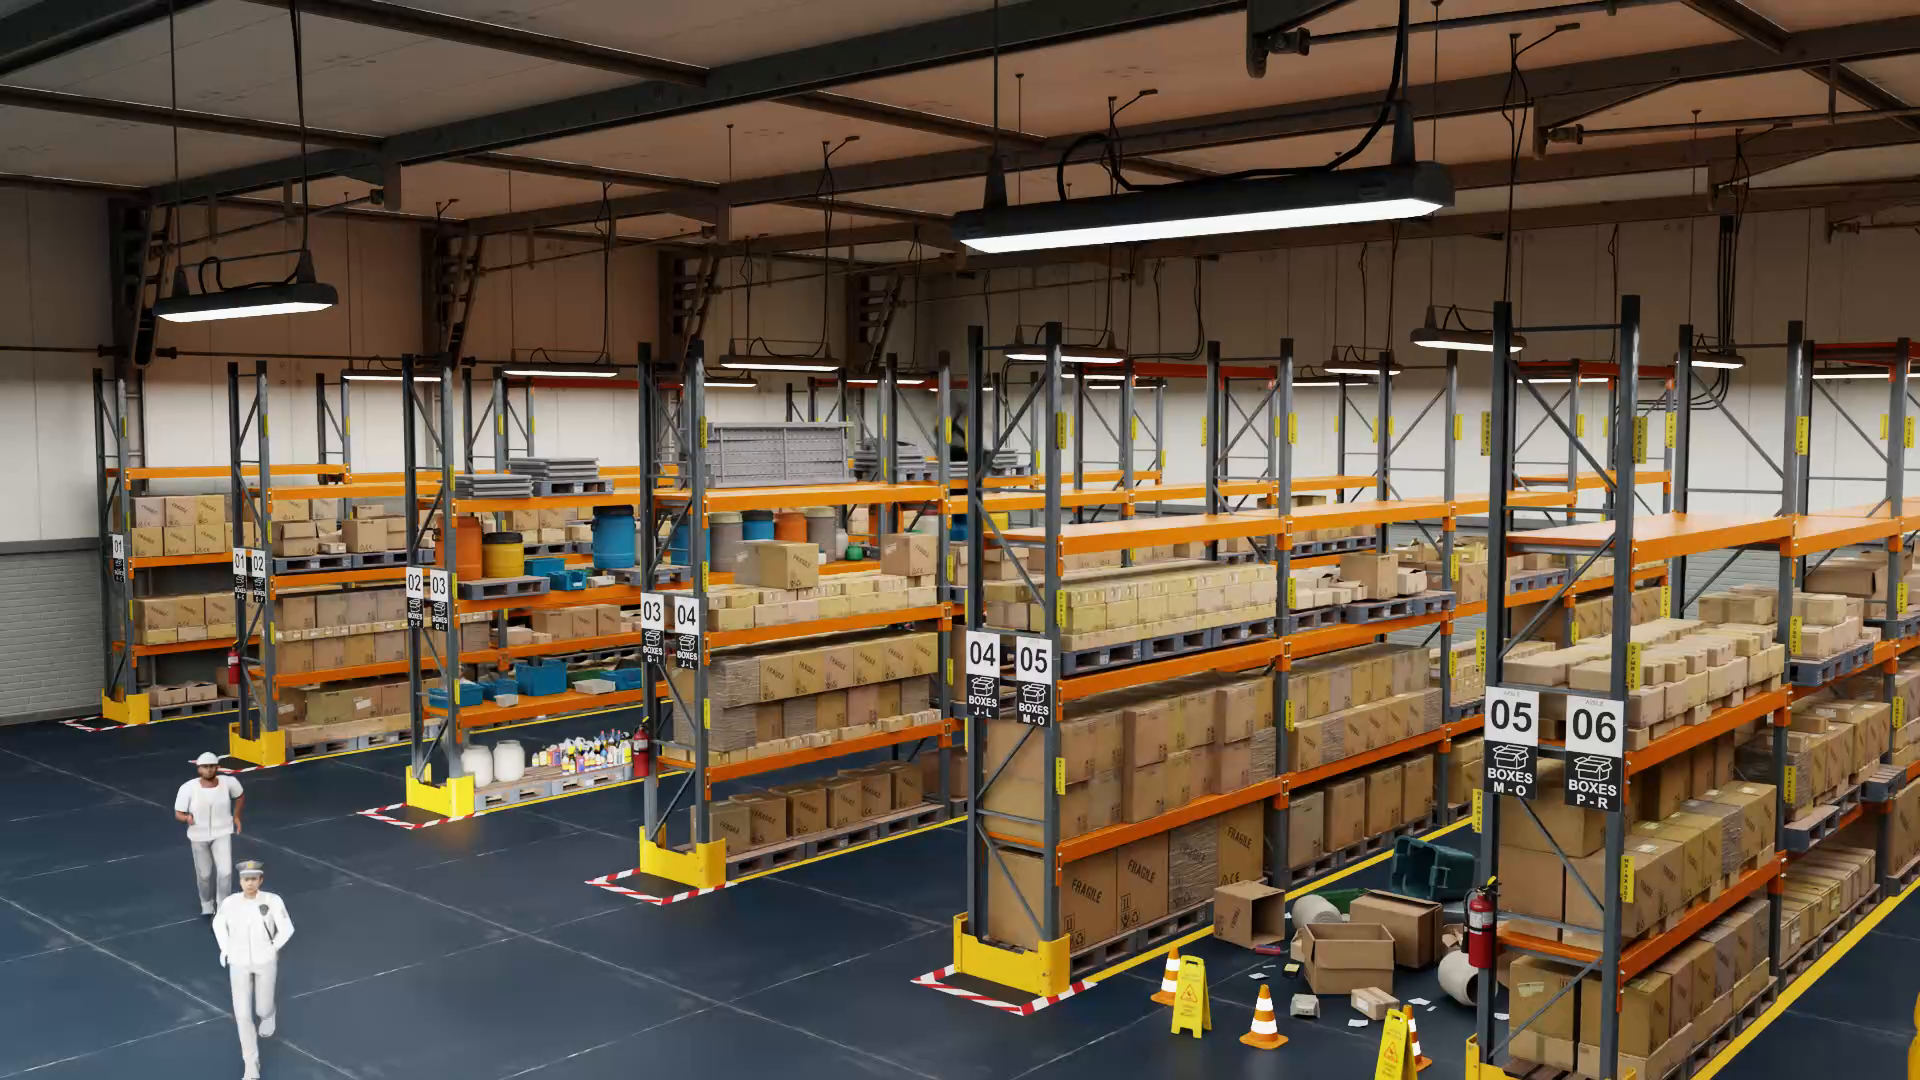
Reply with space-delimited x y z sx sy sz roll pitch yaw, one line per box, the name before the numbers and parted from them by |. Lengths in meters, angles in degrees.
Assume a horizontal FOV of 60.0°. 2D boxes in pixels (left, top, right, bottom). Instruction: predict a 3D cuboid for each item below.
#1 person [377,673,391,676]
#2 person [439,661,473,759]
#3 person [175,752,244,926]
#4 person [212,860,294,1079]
person | -9.788 2.219 28.237 0.611 1.827 0.801 4 6 40
person | -7.234 2.561 23.915 0.582 1.690 0.666 1 4 19
person | -7.636 3.053 16.950 0.651 1.804 0.750 -2 5 -24
person | -5.623 3.365 13.229 0.618 1.696 0.823 -1 4 -16
